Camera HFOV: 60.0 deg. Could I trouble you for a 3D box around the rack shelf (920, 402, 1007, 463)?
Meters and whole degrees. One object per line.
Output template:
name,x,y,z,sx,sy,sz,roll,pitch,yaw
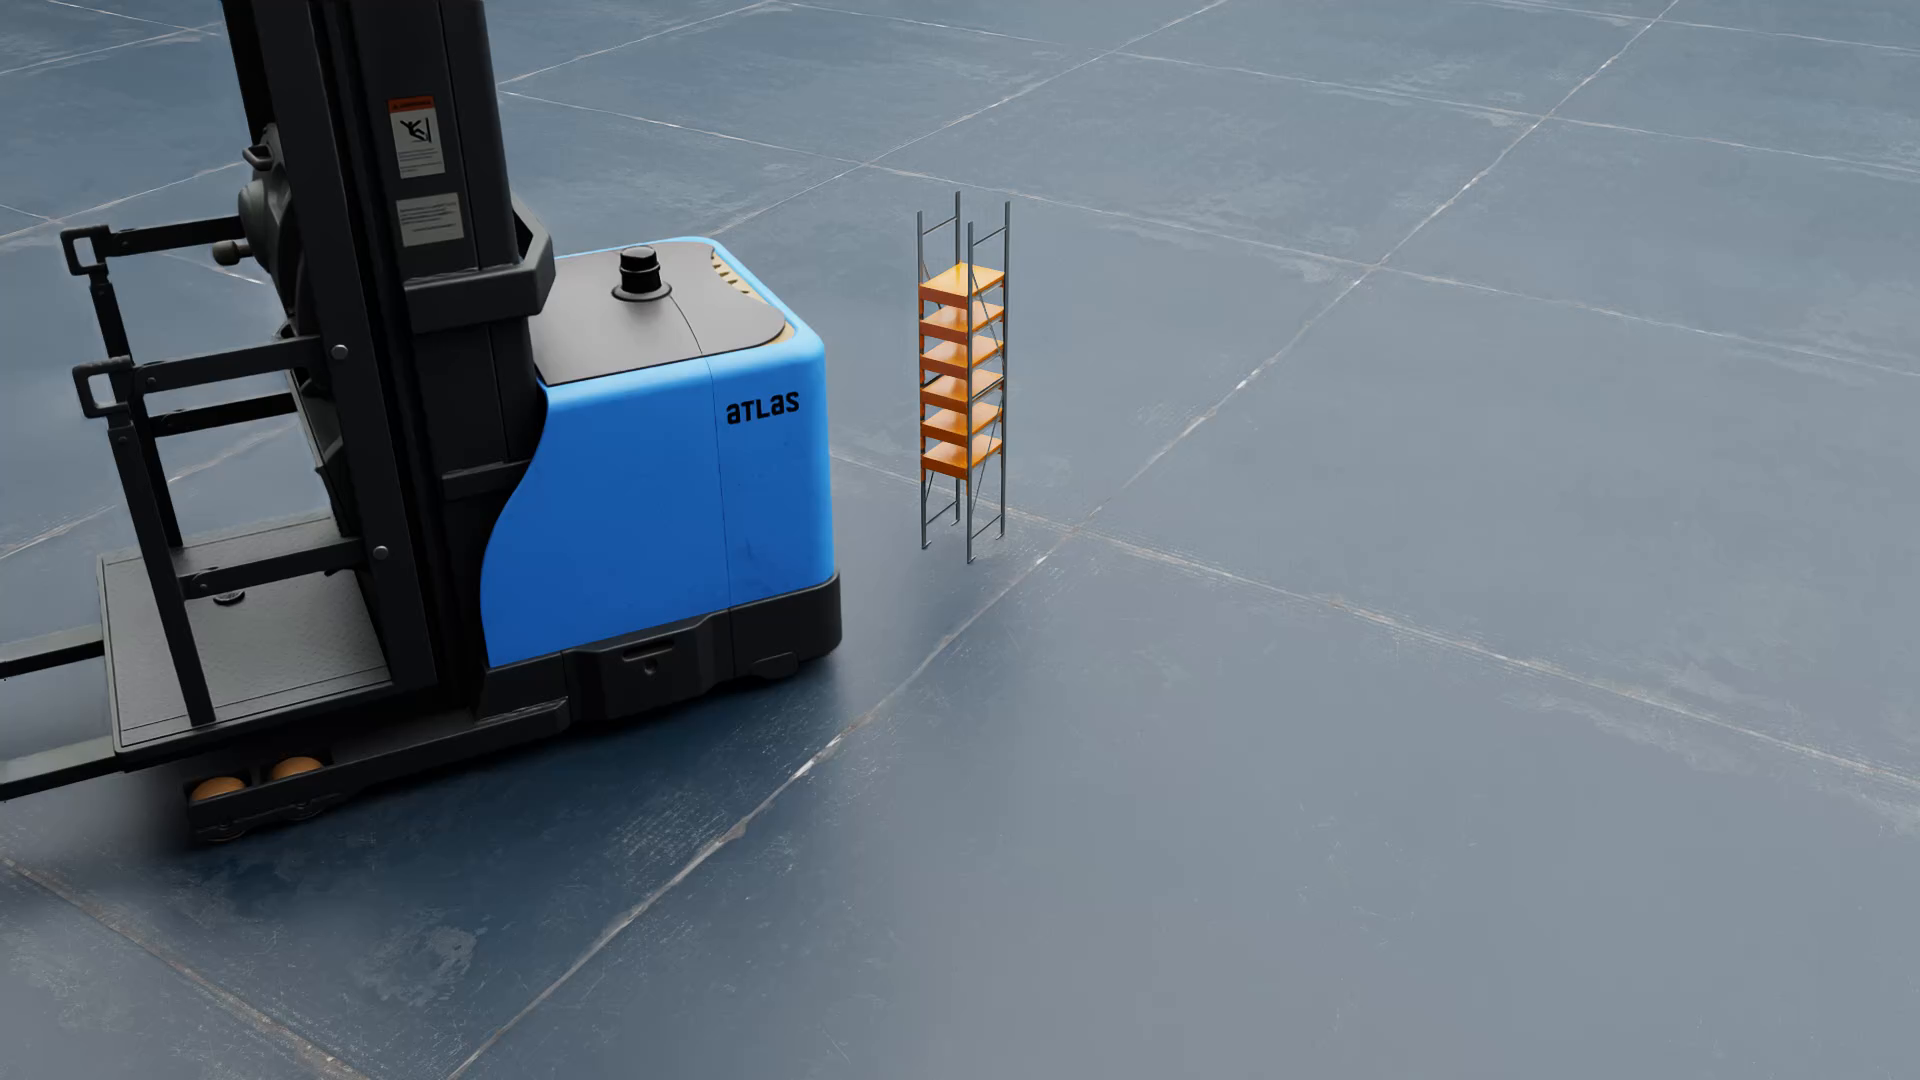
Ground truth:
rack shelf,0.012,-0.372,5.524,0.180,0.103,0.258,18,35,27

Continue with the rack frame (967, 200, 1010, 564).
rack frame,0.090,-0.490,5.399,0.006,1.200,0.240,18,35,27

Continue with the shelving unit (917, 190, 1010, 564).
shelving unit,0.012,-0.514,5.441,0.189,1.200,0.258,18,35,27

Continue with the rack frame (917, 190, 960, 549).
rack frame,-0.065,-0.539,5.483,0.006,1.200,0.240,18,35,27

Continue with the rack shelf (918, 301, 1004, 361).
rack shelf,0.012,-0.683,5.342,0.180,0.103,0.258,18,35,27

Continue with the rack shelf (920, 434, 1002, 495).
rack shelf,0.012,-0.269,5.584,0.180,0.103,0.258,18,35,27

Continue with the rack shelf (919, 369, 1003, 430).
rack shelf,0.012,-0.476,5.463,0.180,0.103,0.258,18,35,27

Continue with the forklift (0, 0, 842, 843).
forklift,-1.914,-0.776,4.171,3.031,2.935,1.130,-14,33,-23

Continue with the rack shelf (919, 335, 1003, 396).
rack shelf,0.012,-0.580,5.403,0.180,0.103,0.258,18,35,27

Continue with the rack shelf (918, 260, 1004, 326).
rack shelf,0.012,-0.787,5.282,0.180,0.103,0.258,18,35,27
